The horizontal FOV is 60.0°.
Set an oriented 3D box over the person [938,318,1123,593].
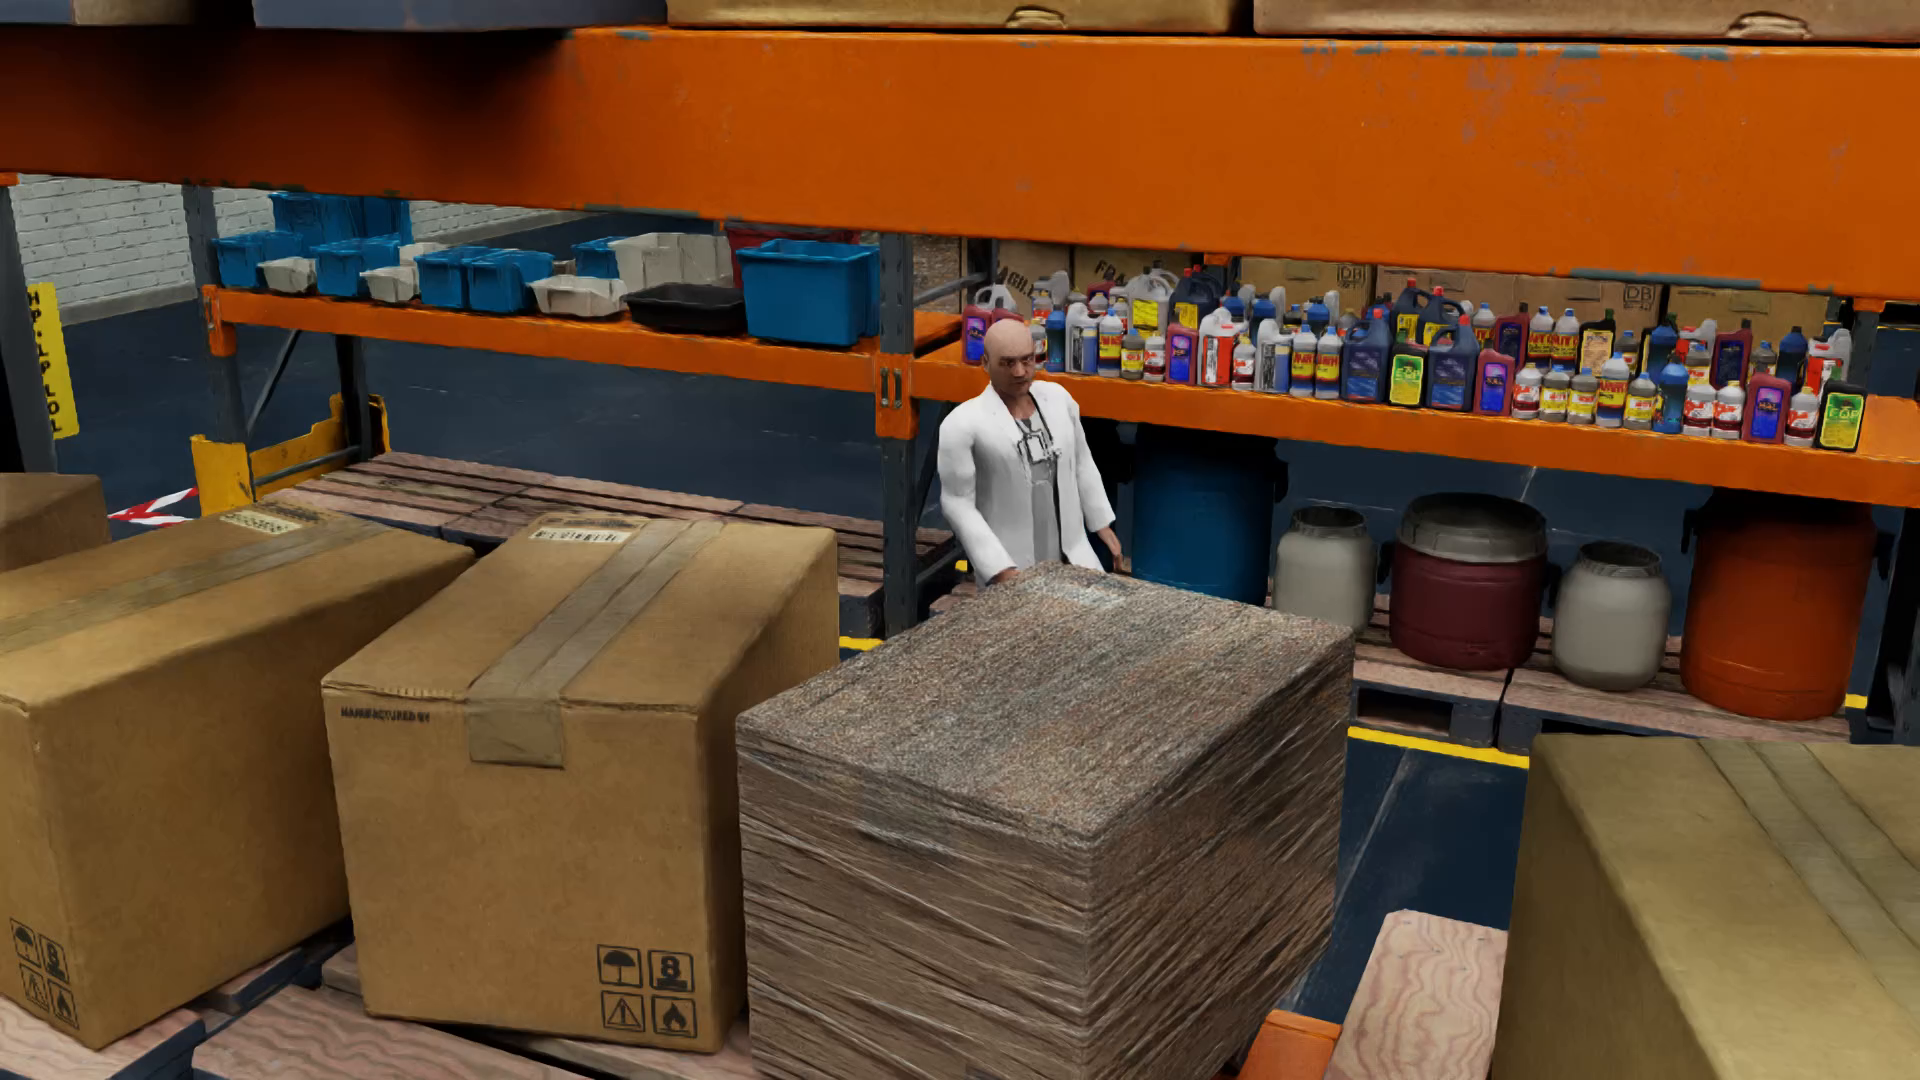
[{"bbox_3d":[0.287,0.090,5.838,0.729,1.749,0.549,-9,21,-24],"label":"person"}]
